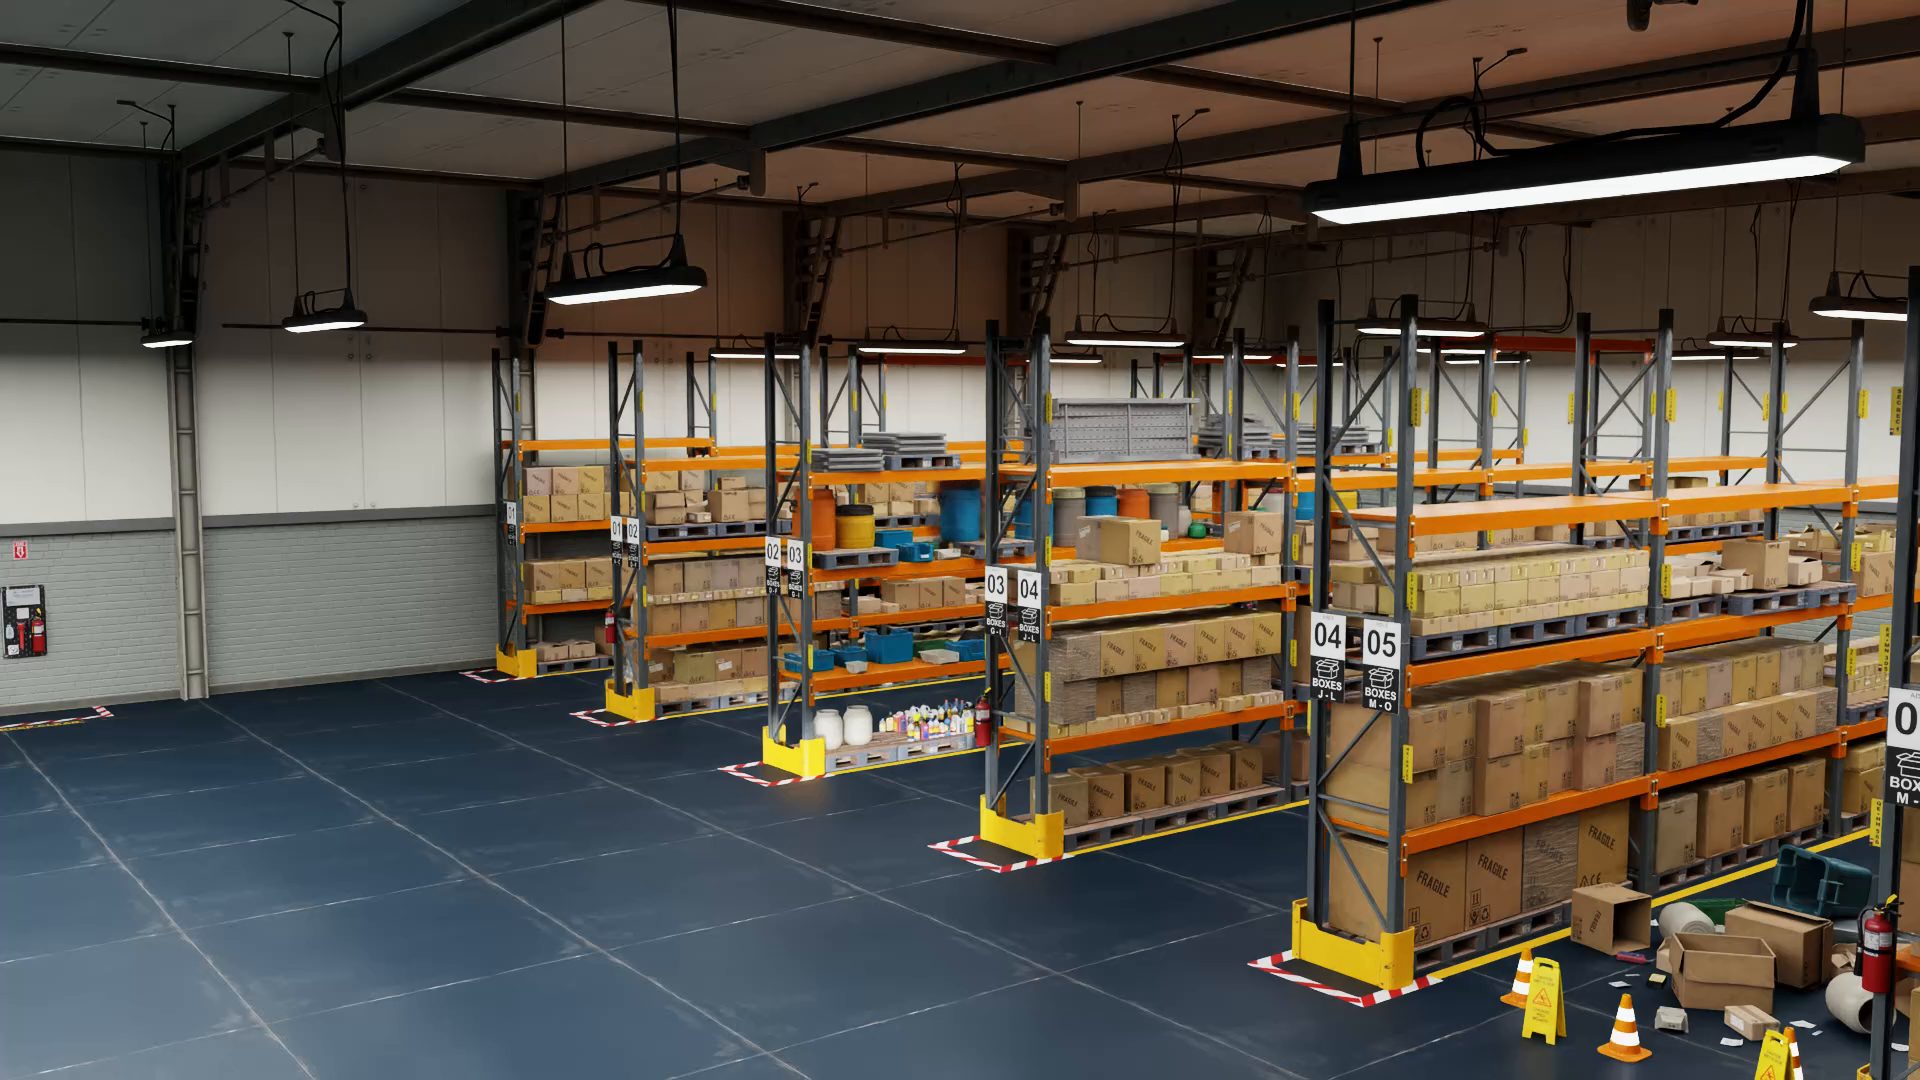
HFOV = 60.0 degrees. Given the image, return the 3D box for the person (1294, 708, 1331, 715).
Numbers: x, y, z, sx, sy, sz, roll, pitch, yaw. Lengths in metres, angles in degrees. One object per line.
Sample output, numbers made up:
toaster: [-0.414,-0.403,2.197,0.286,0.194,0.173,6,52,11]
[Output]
person: [5.688,2.012,26.774,1.022,1.574,0.504,-4,6,-39]

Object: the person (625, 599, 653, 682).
person: [-5.755,1.714,29.757,0.514,1.651,0.472,-2,6,-26]
